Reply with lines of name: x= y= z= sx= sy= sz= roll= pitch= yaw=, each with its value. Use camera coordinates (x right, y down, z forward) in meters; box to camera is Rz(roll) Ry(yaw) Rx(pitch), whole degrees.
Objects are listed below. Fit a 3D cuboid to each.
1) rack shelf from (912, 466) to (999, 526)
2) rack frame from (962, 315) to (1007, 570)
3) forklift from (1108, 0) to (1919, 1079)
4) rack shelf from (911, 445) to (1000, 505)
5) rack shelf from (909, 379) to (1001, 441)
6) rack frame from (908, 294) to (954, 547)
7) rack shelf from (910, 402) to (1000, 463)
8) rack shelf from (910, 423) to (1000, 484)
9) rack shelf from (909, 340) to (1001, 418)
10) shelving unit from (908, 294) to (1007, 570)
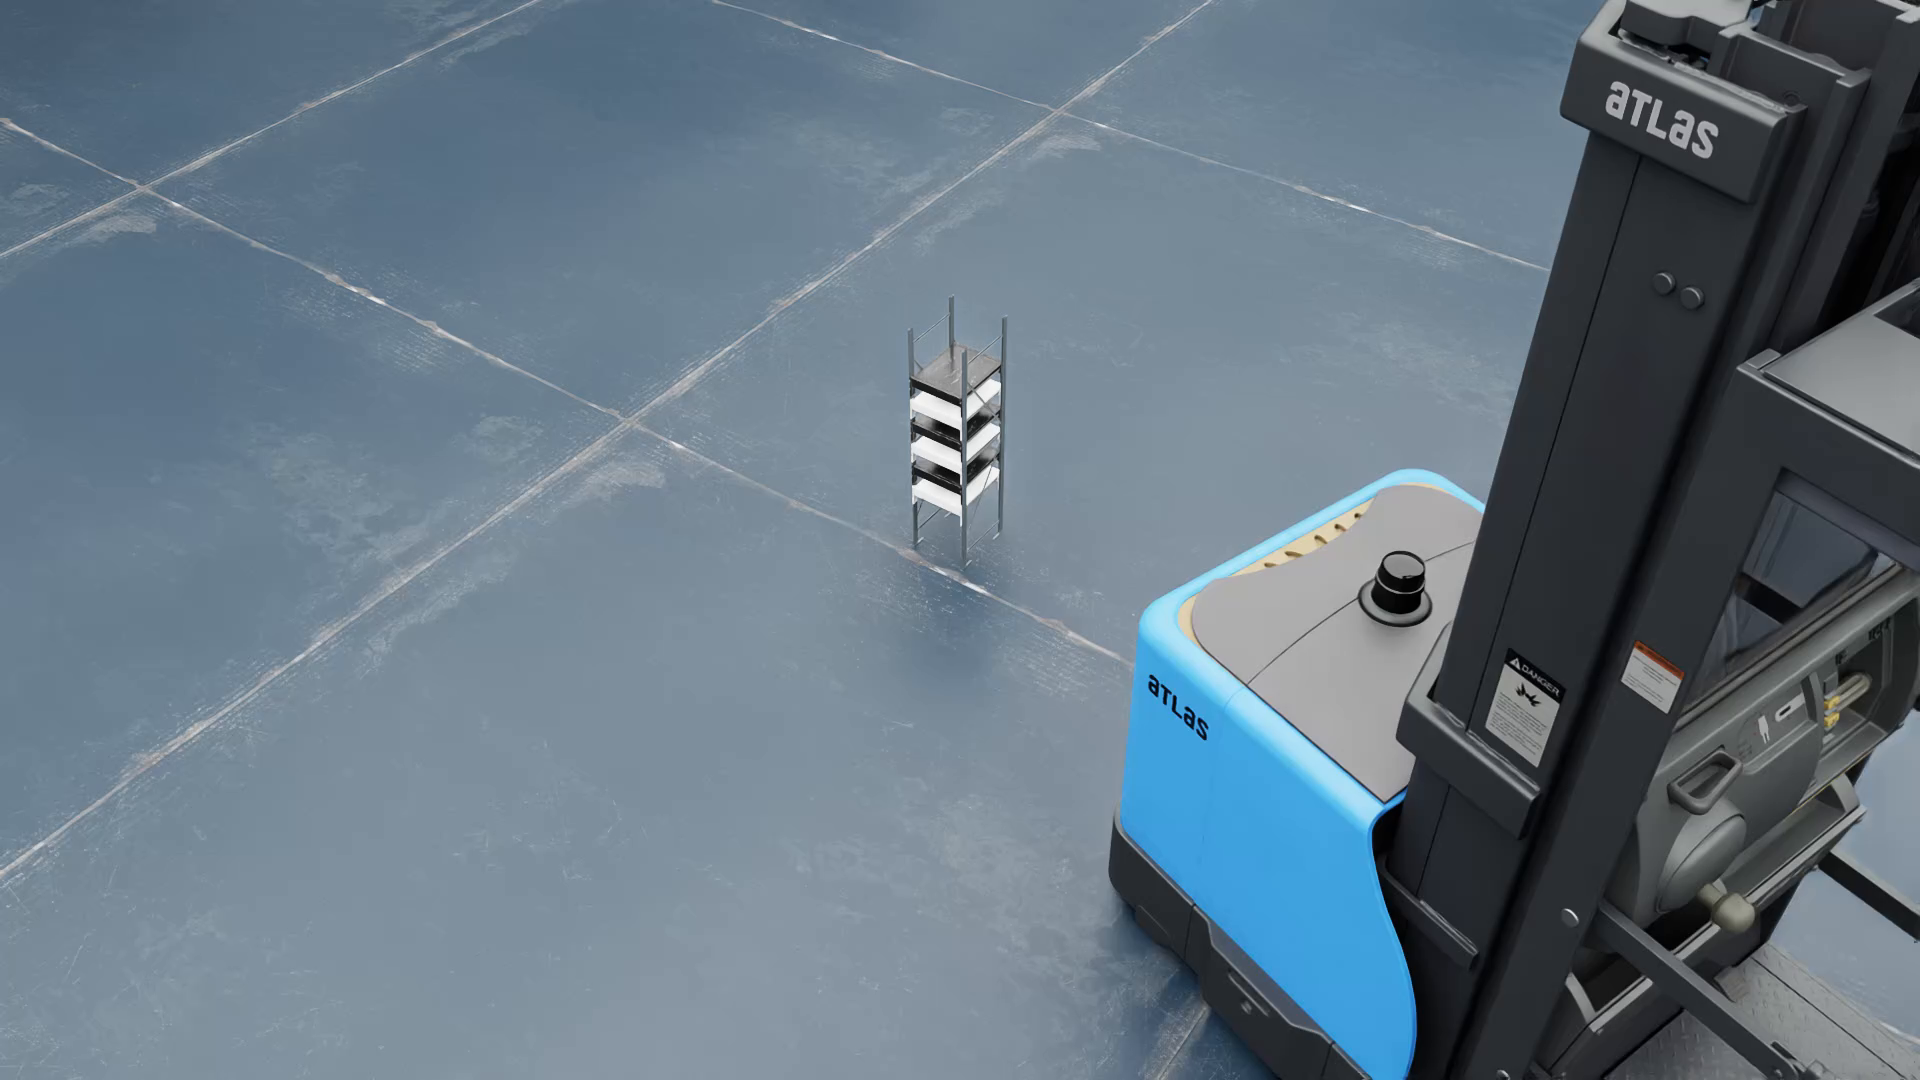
rack shelf: x=-0.007 y=-0.179 z=5.596 sx=0.200 sy=0.077 sz=0.258 roll=25 pitch=48 yaw=25
rack frame: x=0.077 y=-0.300 z=5.410 sx=0.006 sy=0.900 sz=0.240 roll=25 pitch=48 yaw=25
forklift: x=1.684 y=0.480 z=3.016 sx=1.130 sy=2.935 sz=3.031 roll=-26 pitch=48 yaw=-26
rack shelf: x=-0.007 y=-0.247 z=5.536 sx=0.200 sy=0.077 sz=0.258 roll=25 pitch=48 yaw=25
rack shelf: x=-0.007 y=-0.448 z=5.356 sx=0.200 sy=0.077 sz=0.258 roll=25 pitch=48 yaw=25
rack frame: x=-0.090 y=-0.377 z=5.497 sx=0.006 sy=0.900 sz=0.240 roll=25 pitch=48 yaw=25
rack shelf: x=-0.007 y=-0.381 z=5.416 sx=0.200 sy=0.077 sz=0.258 roll=25 pitch=48 yaw=25
rack shelf: x=-0.007 y=-0.314 z=5.476 sx=0.200 sy=0.077 sz=0.258 roll=25 pitch=48 yaw=25
rack shelf: x=-0.007 y=-0.515 z=5.296 sx=0.200 sy=0.077 sz=0.258 roll=25 pitch=48 yaw=25
shelving unit: x=-0.007 y=-0.338 z=5.453 sx=0.210 sy=0.900 sz=0.258 roll=25 pitch=48 yaw=25
